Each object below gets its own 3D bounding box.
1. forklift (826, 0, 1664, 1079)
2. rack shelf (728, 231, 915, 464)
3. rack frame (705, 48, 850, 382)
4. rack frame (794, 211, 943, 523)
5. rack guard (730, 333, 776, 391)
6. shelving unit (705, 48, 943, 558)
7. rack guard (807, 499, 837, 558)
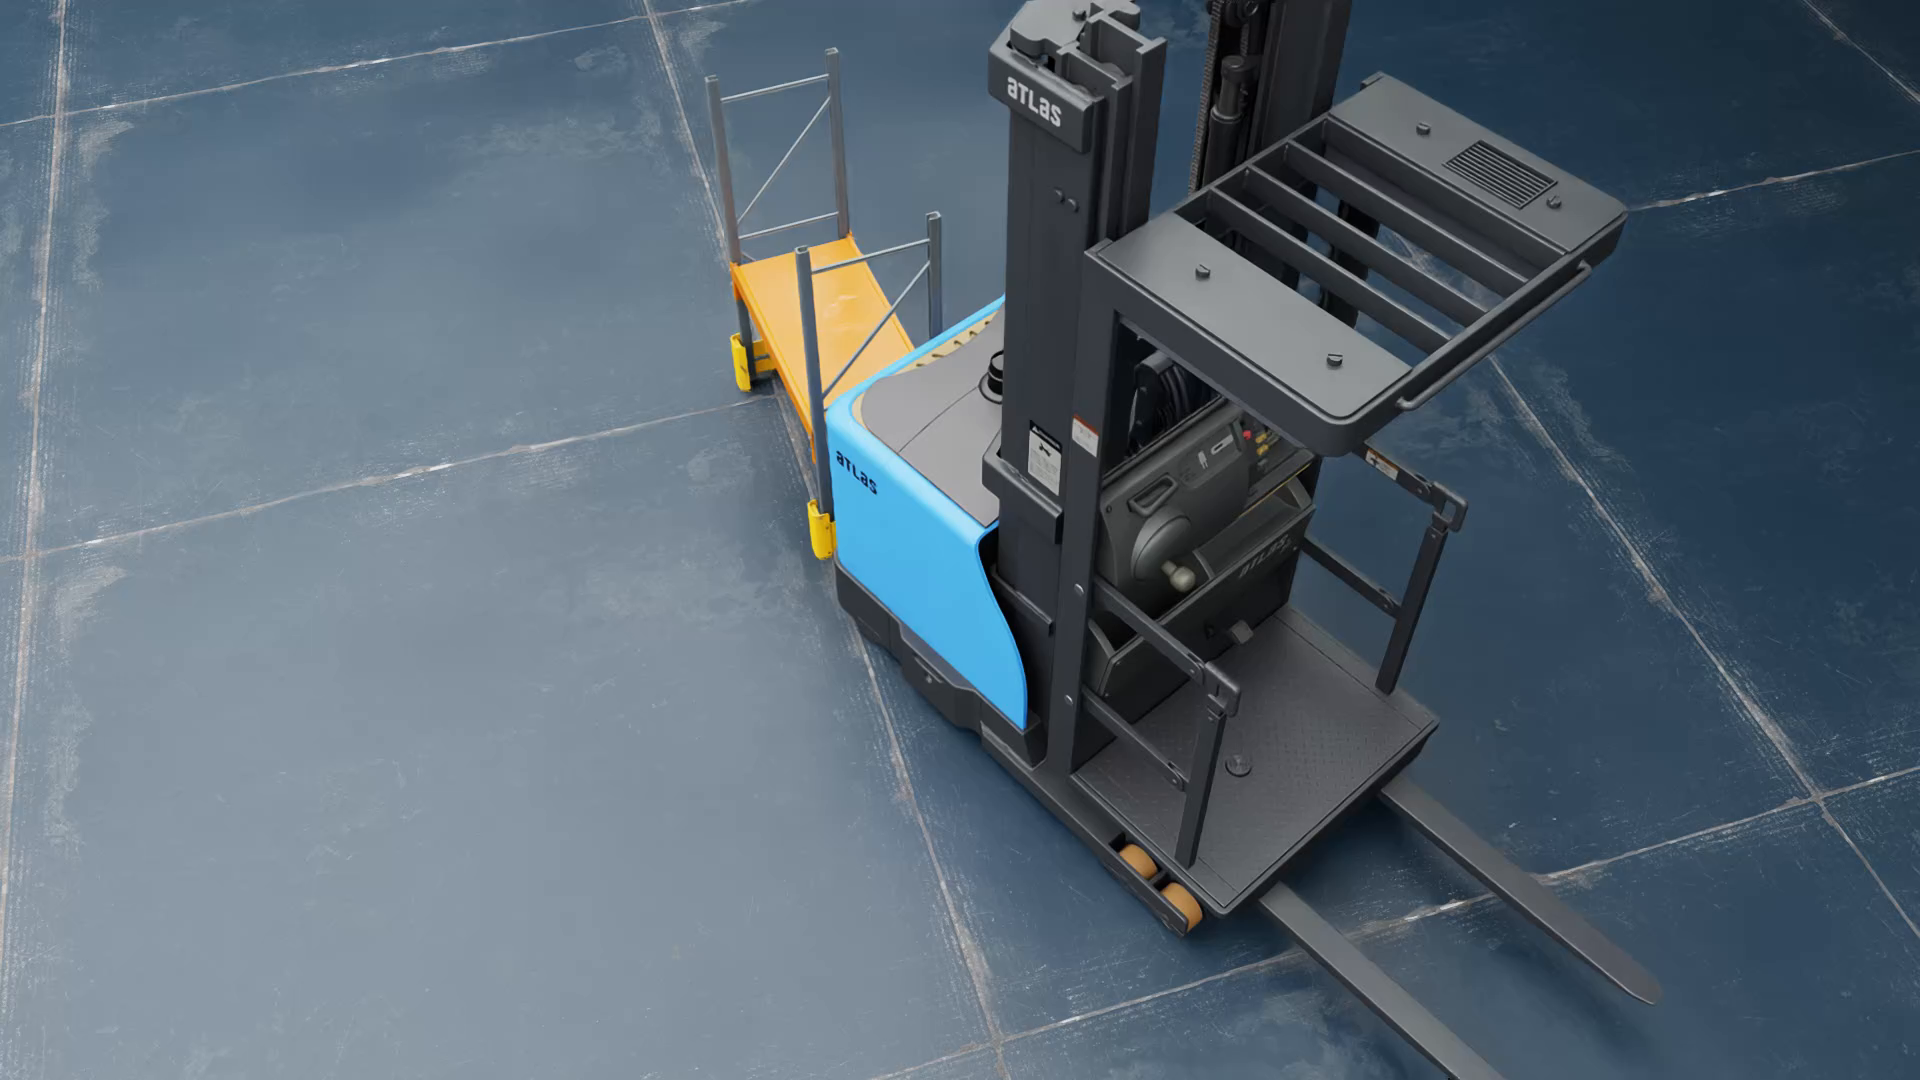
[{"bbox_3d":[0.895,-0.107,4.713,1.130,2.935,3.031,-34,58,-25],"label":"forklift"},{"bbox_3d":[-0.490,-0.765,6.439,0.538,0.185,1.000,-17,52,-14],"label":"rack shelf"},{"bbox_3d":[-0.681,-1.241,6.605,0.500,1.500,0.032,-17,52,-14],"label":"rack frame"},{"bbox_3d":[-0.298,-0.521,5.998,0.500,1.500,0.032,-17,52,-14],"label":"rack frame"},{"bbox_3d":[-0.674,-0.824,7.071,0.587,0.250,0.087,-17,52,-14],"label":"rack guard"},{"bbox_3d":[-0.486,-0.874,6.296,0.587,1.500,1.083,-17,52,-14],"label":"shelving unit"},{"bbox_3d":[-0.299,-0.119,6.476,0.587,0.250,0.087,-17,52,-14],"label":"rack guard"}]
